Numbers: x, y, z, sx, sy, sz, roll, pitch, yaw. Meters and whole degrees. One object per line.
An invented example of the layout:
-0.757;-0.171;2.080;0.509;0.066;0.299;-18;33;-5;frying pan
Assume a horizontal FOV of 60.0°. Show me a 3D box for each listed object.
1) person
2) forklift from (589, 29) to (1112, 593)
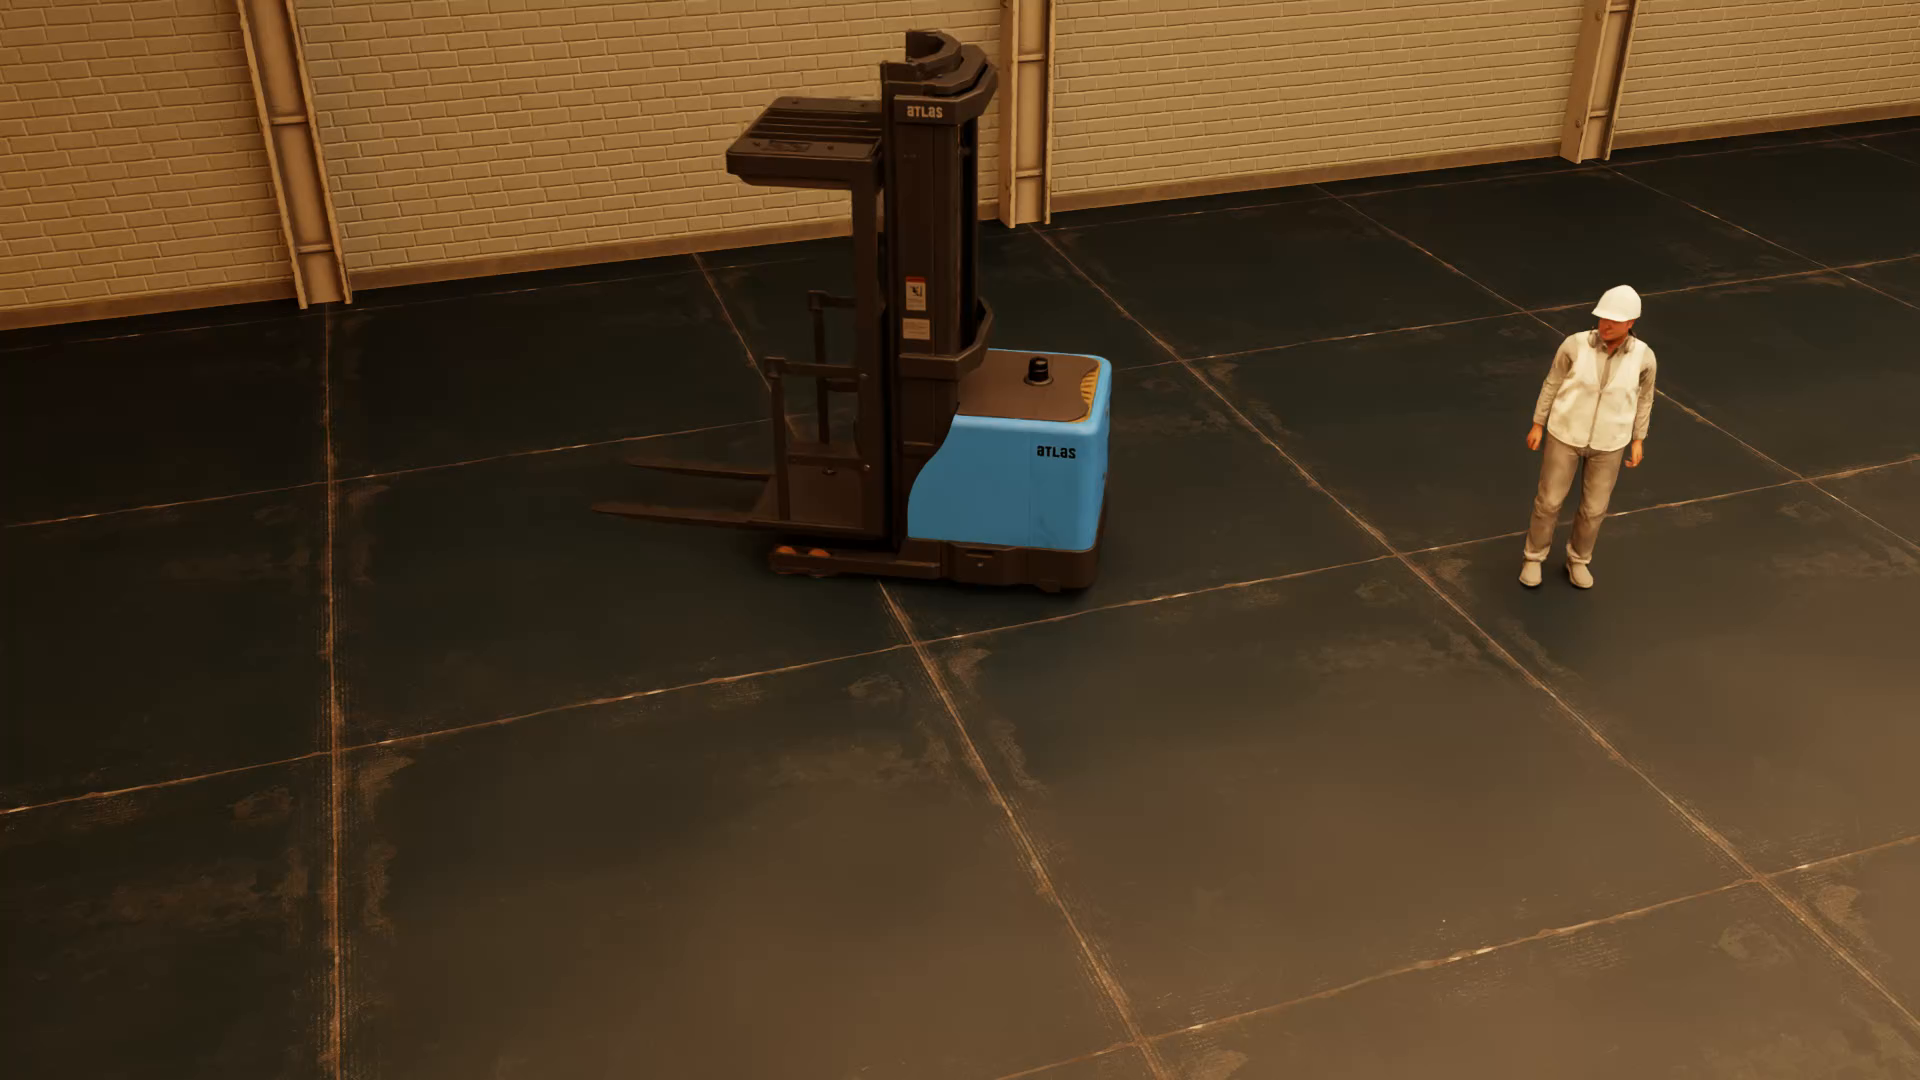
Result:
3.473;-0.559;9.222;0.617;1.776;0.404;8;31;14;person
-0.663;-1.304;9.353;3.031;2.935;1.130;5;30;8;forklift
